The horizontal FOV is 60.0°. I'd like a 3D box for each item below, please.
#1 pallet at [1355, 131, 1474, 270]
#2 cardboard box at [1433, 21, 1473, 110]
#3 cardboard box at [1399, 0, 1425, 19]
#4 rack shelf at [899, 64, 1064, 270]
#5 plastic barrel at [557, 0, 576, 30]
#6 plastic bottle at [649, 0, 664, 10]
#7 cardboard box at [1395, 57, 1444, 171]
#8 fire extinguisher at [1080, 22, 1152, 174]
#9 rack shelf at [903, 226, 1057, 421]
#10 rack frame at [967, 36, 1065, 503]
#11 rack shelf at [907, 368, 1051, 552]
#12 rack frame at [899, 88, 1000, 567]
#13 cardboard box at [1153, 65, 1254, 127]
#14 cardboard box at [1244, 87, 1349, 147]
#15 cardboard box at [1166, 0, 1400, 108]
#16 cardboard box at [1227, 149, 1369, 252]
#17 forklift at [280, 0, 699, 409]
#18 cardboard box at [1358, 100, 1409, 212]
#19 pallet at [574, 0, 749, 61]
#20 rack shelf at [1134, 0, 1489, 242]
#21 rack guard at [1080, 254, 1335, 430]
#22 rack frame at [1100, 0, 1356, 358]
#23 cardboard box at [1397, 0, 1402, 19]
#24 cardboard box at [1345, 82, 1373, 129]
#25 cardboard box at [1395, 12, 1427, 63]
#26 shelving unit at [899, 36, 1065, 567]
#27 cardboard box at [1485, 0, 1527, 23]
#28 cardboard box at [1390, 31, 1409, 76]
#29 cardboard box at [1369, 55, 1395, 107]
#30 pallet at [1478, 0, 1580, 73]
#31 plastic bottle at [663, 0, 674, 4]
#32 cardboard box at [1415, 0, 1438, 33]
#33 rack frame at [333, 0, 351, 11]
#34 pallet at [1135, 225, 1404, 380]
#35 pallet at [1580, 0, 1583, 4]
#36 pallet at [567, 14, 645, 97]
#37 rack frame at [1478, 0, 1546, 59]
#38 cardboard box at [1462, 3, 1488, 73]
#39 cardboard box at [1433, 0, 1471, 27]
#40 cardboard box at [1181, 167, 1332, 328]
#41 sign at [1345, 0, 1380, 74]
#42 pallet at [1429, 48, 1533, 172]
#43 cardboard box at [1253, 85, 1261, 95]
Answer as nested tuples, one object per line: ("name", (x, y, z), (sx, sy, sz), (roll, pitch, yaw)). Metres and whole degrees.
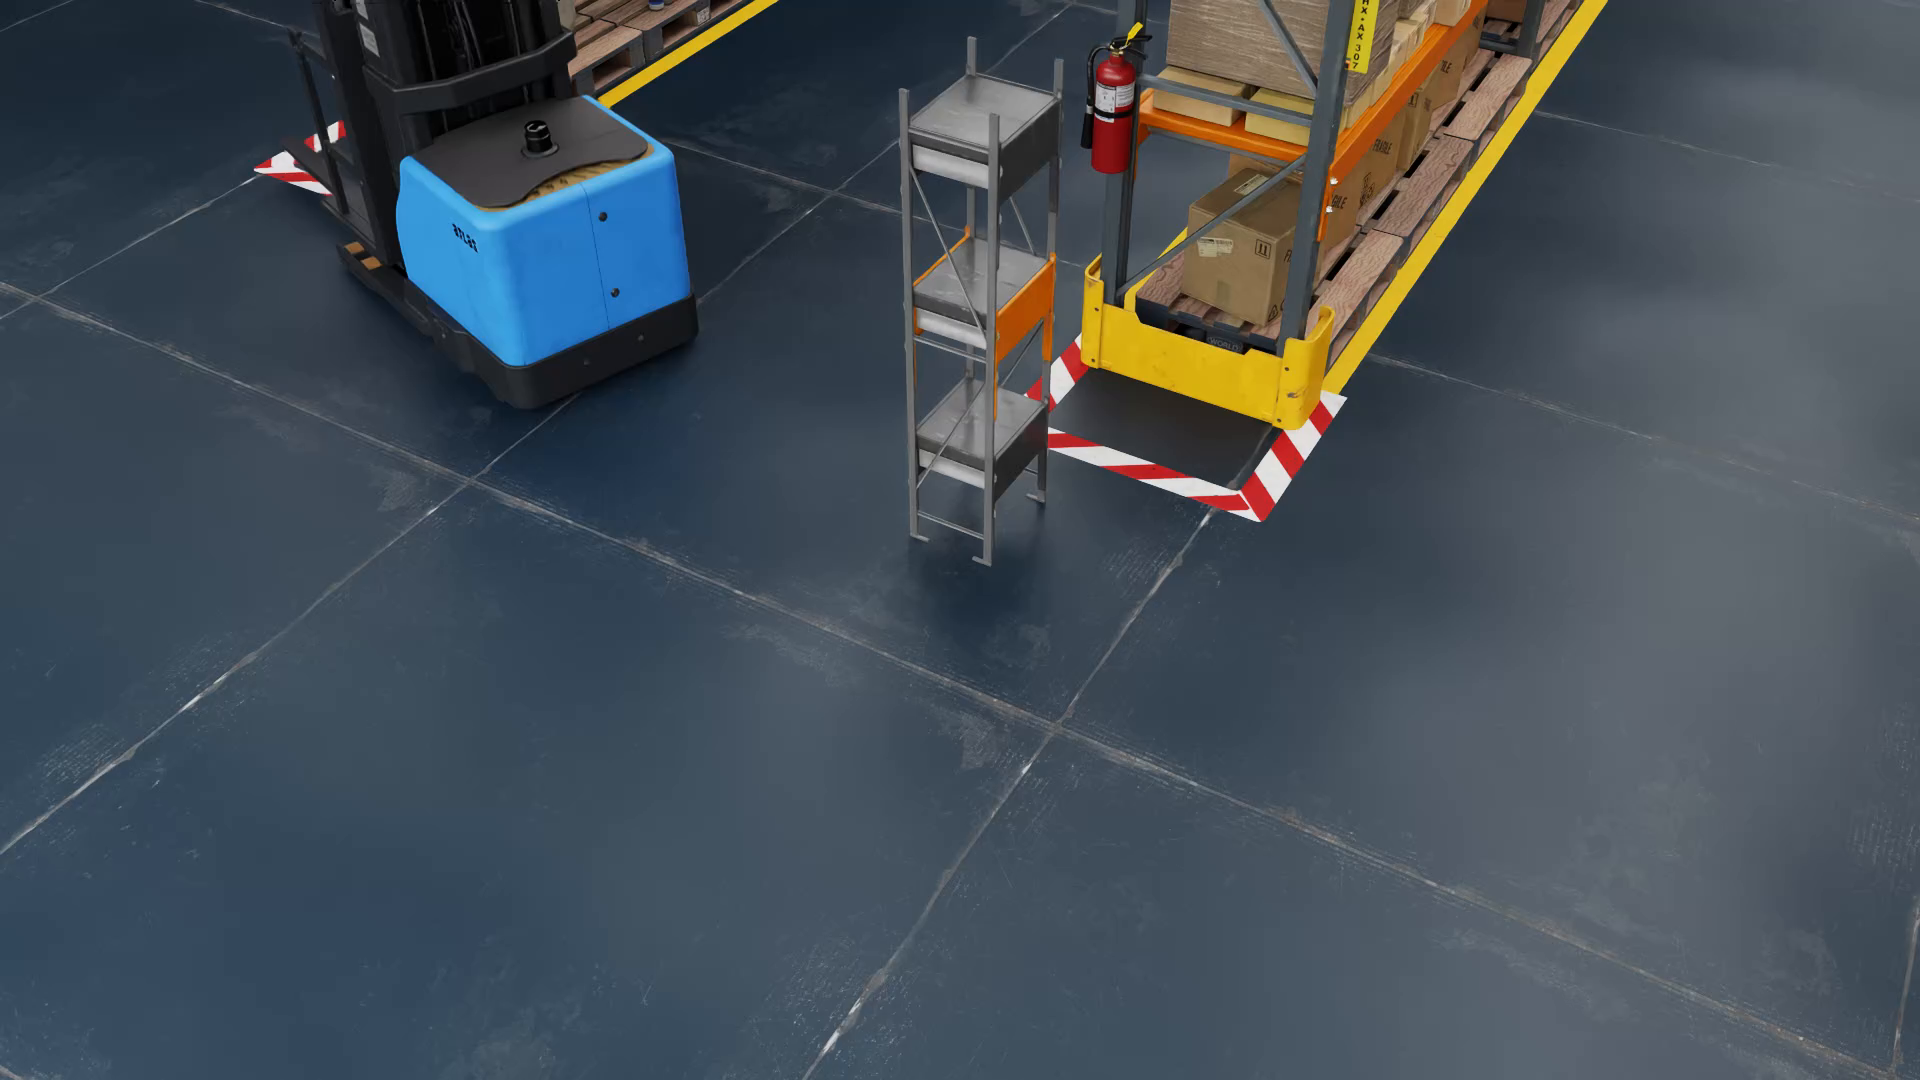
("pallet", (2.214, -2.020, 9.384), (1.003, 0.211, 1.213), (21, 45, 22))
("cardboard box", (2.615, -2.837, 9.776), (0.500, 0.500, 0.500), (-30, 50, -30))
("cardboard box", (1.861, -2.927, 8.003), (0.875, 0.500, 0.500), (21, 45, 22))
("rack shelf", (0.083, -1.398, 6.210), (0.431, 0.518, 0.480), (21, 45, 22))
("plastic barrel", (-2.646, -3.425, 10.435), (0.421, 0.512, 0.421), (0, 41, 0))
("plastic bottle", (-1.983, -3.588, 10.786), (0.097, 0.271, 0.097), (0, 41, 0))
("cardboard box", (2.372, -2.456, 9.343), (0.500, 0.500, 0.500), (17, 44, 18))
("fire extinguisher", (0.672, -1.932, 7.233), (0.296, 0.674, 0.183), (21, 45, 22))
("rack shelf", (0.083, -0.872, 6.673), (0.431, 0.518, 0.480), (21, 45, 22))
("rack frame", (0.205, -1.022, 6.822), (0.400, 2.100, 0.015), (21, 45, 22))
("rack shelf", (0.083, -0.347, 7.135), (0.431, 0.518, 0.480), (21, 45, 22))
("rack frame", (-0.039, -0.743, 6.505), (0.400, 2.100, 0.015), (21, 45, 22))
("cardboard box", (1.092, -2.012, 7.455), (0.380, 0.149, 0.250), (21, 45, 22))
("cardboard box", (1.477, -1.865, 7.288), (0.380, 0.149, 0.250), (21, 45, 22))
("cardboard box", (1.427, -2.329, 7.325), (0.875, 0.500, 0.500), (21, 45, 22))
("cardboard box", (1.724, -1.799, 8.597), (0.500, 0.500, 0.500), (-33, 51, -32))
("forklift", (-2.650, -2.615, 8.002), (1.130, 2.935, 3.031), (-30, 49, -29))
("cardboard box", (2.054, -2.151, 8.997), (0.500, 0.500, 0.500), (25, 47, 26))
("pallet", (-2.141, -3.684, 11.273), (1.003, 0.211, 1.213), (21, 45, 22))
("rack shelf", (2.129, -2.749, 8.646), (1.077, 0.370, 4.000), (21, 45, 22))
("rack guard", (1.166, -0.980, 7.985), (1.175, 0.500, 0.348), (21, 45, 22))
("rack frame", (1.128, -1.875, 7.109), (1.000, 3.000, 0.127), (21, 45, 22))
("cardboard box", (1.573, -2.655, 7.695), (0.875, 0.500, 0.500), (21, 45, 22))
("cardboard box", (1.619, -2.001, 7.443), (0.380, 0.149, 0.250), (21, 45, 22))
("cardboard box", (1.995, -2.430, 7.930), (0.380, 0.149, 0.250), (21, 45, 22))
("shelving unit", (0.083, -0.883, 6.664), (0.431, 2.100, 0.503), (21, 45, 22))
("cardboard box", (3.455, -3.735, 10.780), (0.700, 0.500, 0.500), (18, 44, 19))
("cardboard box", (1.864, -2.289, 7.770), (0.380, 0.149, 0.250), (21, 45, 22))
("cardboard box", (1.757, -2.139, 7.600), (0.380, 0.149, 0.250), (21, 45, 22))
("pallet", (3.518, -3.563, 11.136), (1.003, 0.211, 1.213), (21, 45, 22))
("plastic bottle", (-1.932, -3.621, 10.877), (0.097, 0.201, 0.097), (0, 41, 0))
("cardboard box", (2.097, -2.582, 8.102), (0.380, 0.149, 0.250), (21, 45, 22))
("rack frame", (-3.160, -3.513, 8.969), (1.000, 3.000, 0.127), (21, 45, 22))
("pallet", (1.603, -1.325, 8.595), (1.003, 0.211, 1.213), (21, 45, 22))
("pallet", (4.127, -4.264, 11.932), (1.003, 0.211, 1.213), (21, 45, 22))
("pallet", (-2.752, -2.988, 10.484), (1.003, 0.211, 1.213), (21, 45, 22))
("rack frame", (3.129, -4.163, 9.708), (1.000, 3.000, 0.127), (21, 45, 22))
("cardboard box", (2.895, -3.167, 10.151), (0.500, 0.500, 0.500), (20, 45, 21))
("cardboard box", (2.311, -2.691, 8.226), (0.380, 0.149, 0.250), (21, 45, 22))
("cardboard box", (1.455, -1.446, 8.196), (0.500, 0.500, 0.500), (30, 49, 29))
("sign", (1.598, -2.020, 6.619), (0.100, 0.325, 0.005), (21, 45, 22))
("pallet", (2.824, -2.721, 10.180), (1.003, 0.211, 1.213), (21, 45, 22))
("cardboard box", (1.217, -2.154, 7.617), (0.380, 0.149, 0.250), (21, 45, 22))
